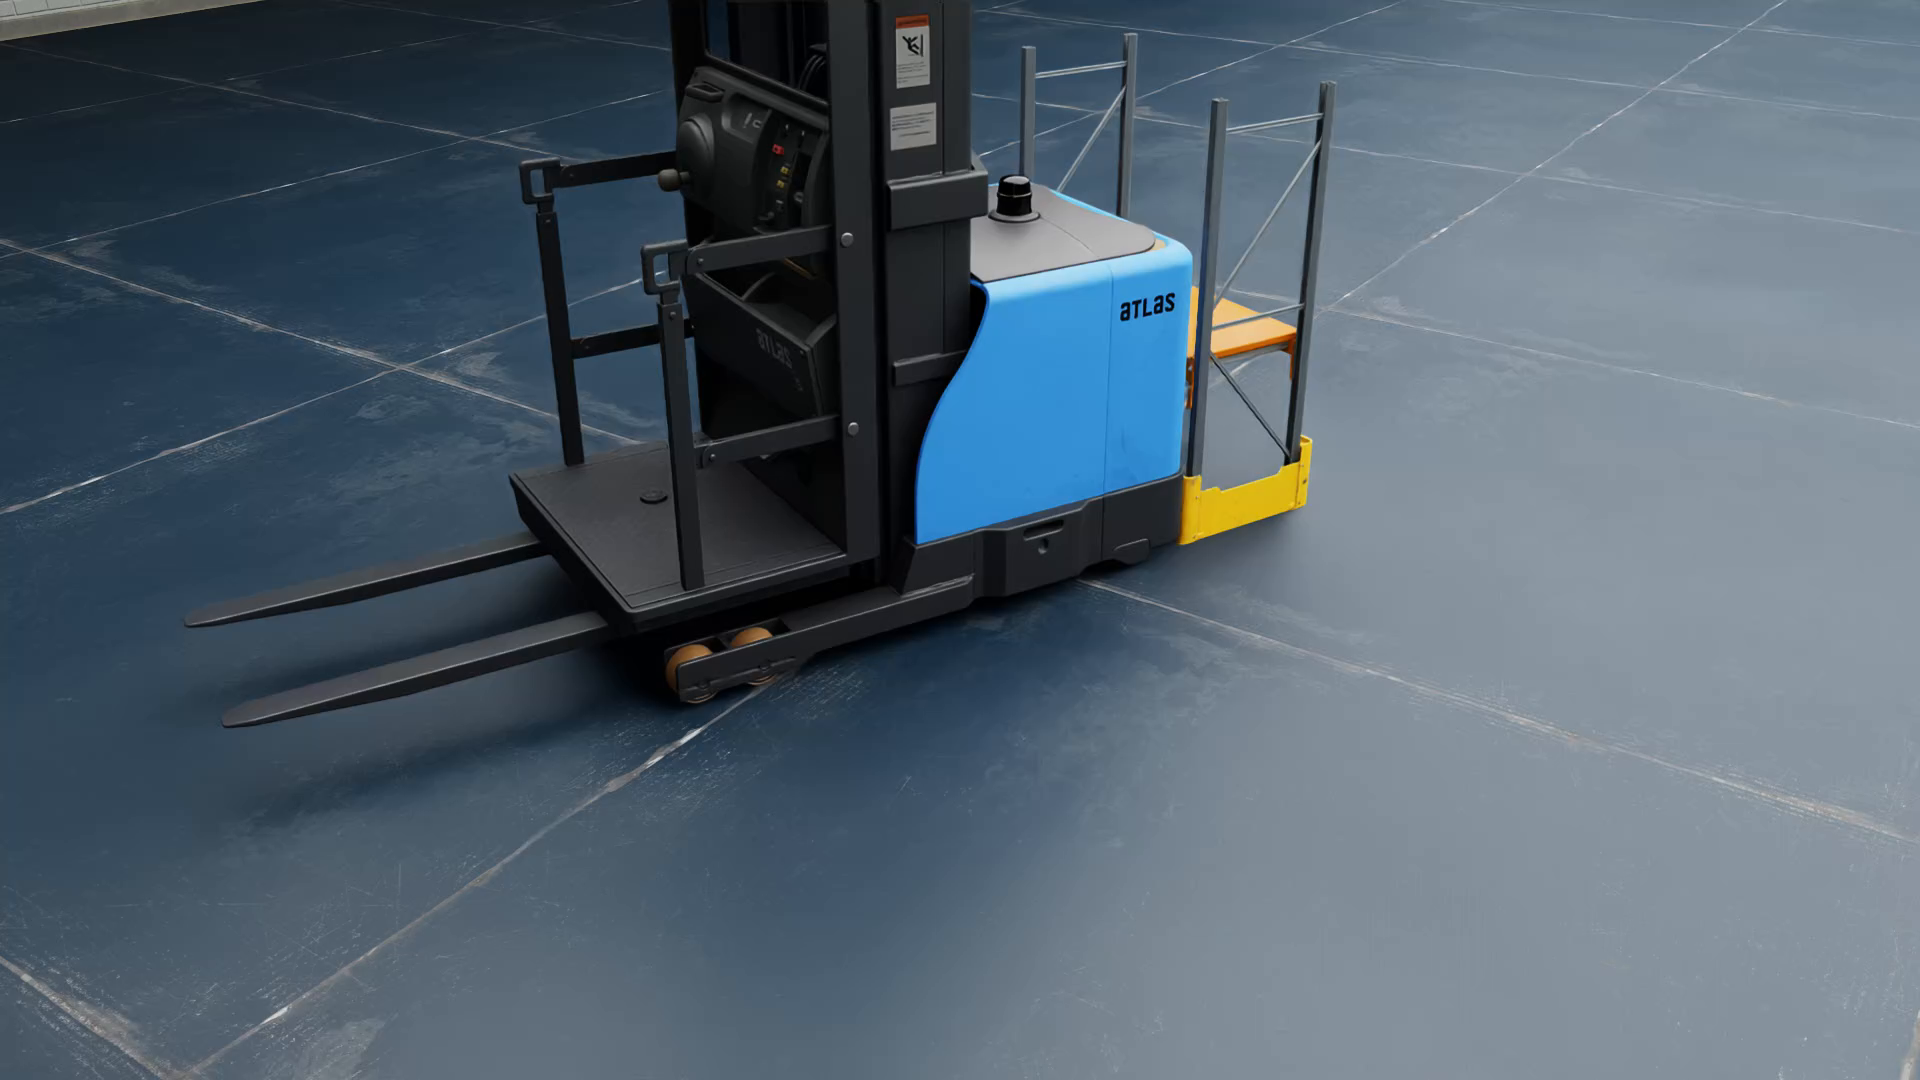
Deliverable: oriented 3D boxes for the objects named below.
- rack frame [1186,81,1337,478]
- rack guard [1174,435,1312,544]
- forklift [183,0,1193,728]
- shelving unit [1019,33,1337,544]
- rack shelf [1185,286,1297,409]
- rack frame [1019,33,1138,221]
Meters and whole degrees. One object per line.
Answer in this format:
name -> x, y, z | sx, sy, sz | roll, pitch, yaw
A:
rack frame -> 0.988, -0.738, 5.547 | 0.500, 1.500, 0.032 | -17, 31, -29
rack guard -> 0.988, -0.182, 5.831 | 0.587, 0.250, 0.087 | -17, 31, -29
forklift -> -0.782, -1.107, 4.693 | 3.031, 2.935, 1.130 | -15, 31, -27
shelving unit -> 0.715, -0.928, 5.919 | 0.587, 1.500, 1.083 | -17, 31, -29
rack shelf -> 0.710, -0.771, 6.008 | 0.538, 0.185, 1.000 | -17, 31, -29
rack frame -> 0.432, -1.124, 6.305 | 0.500, 1.500, 0.032 | -17, 31, -29
